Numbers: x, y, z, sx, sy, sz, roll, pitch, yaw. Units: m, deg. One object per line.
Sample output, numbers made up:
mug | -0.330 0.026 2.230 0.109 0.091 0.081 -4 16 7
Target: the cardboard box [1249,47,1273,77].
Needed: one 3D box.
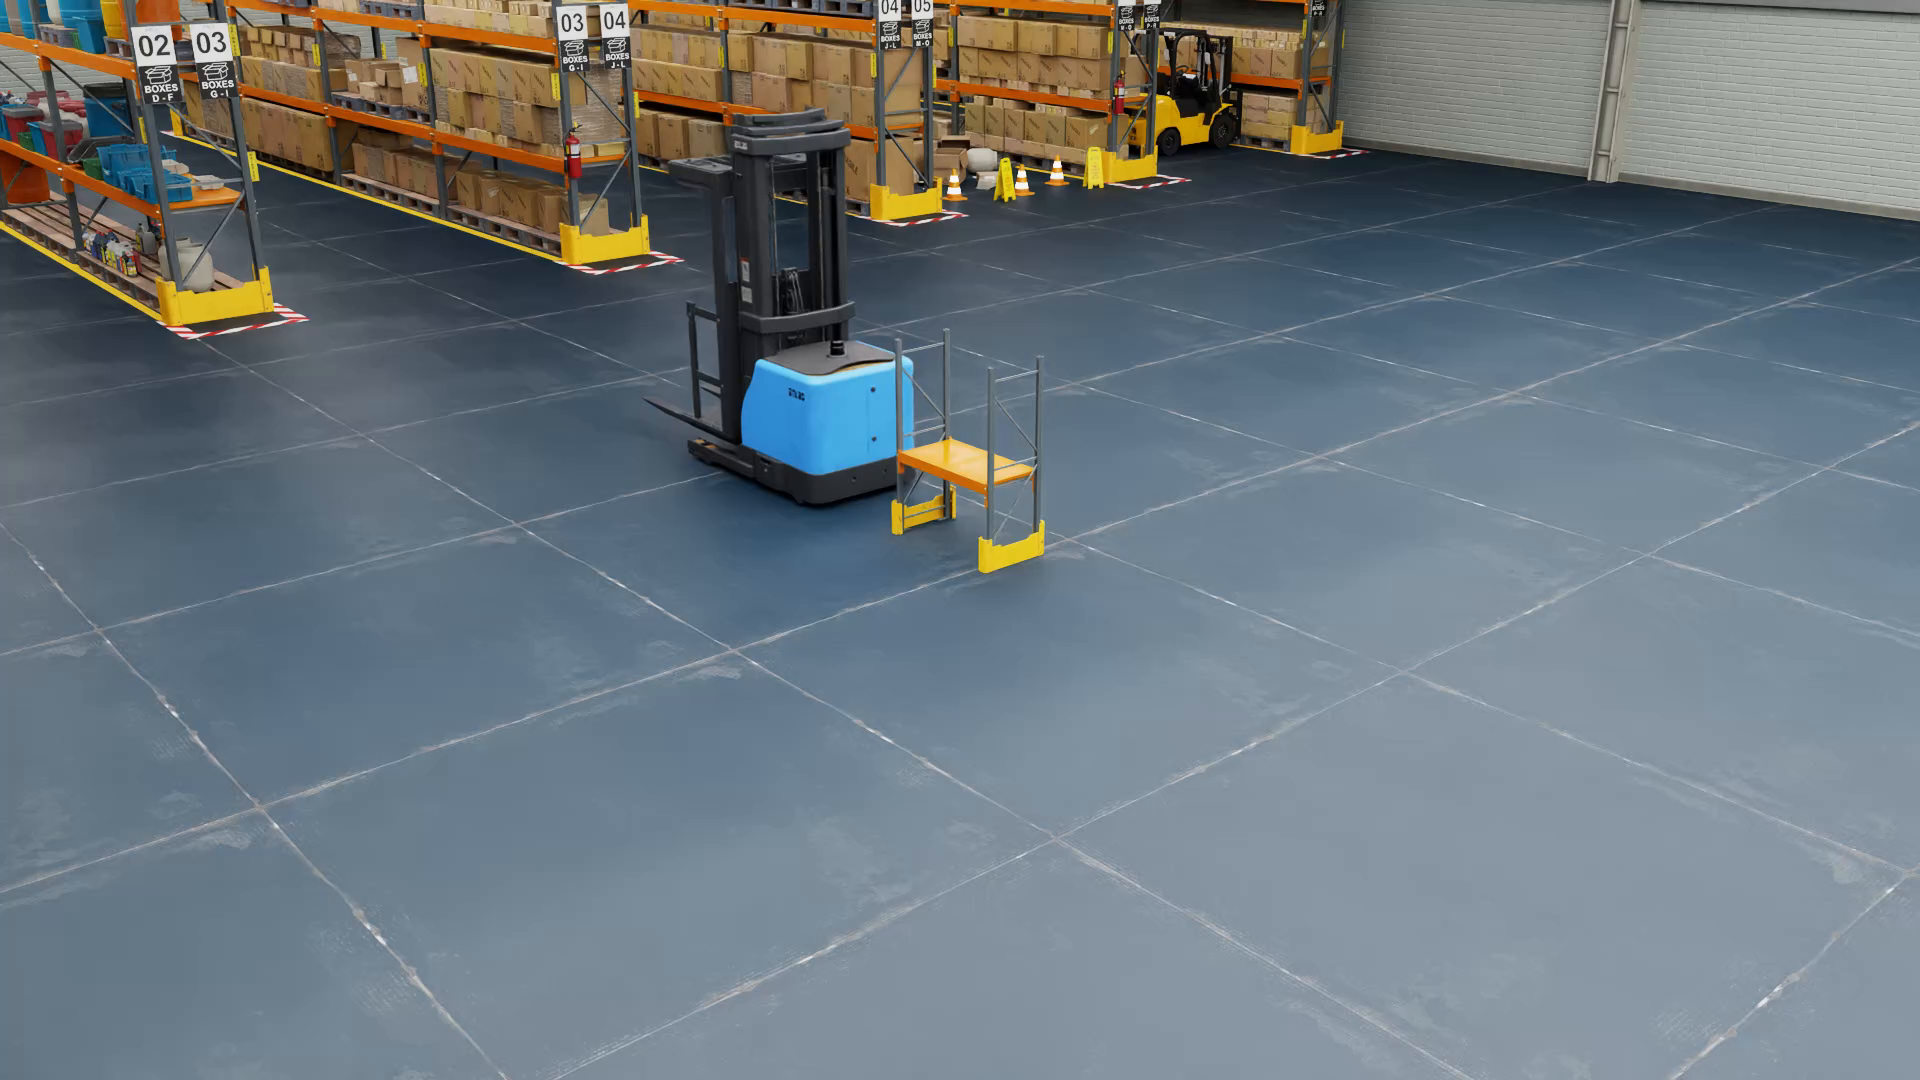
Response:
cardboard box | 5.774 -8.937 31.052 0.500 0.500 0.500 -16 27 -36

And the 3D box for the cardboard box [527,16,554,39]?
cardboard box | -5.147 -6.530 21.135 0.500 0.250 0.500 -17 27 -36

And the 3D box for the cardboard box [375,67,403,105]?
cardboard box | -8.452 -6.936 25.362 0.797 0.503 0.637 -14 26 -32

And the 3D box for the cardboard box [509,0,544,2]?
cardboard box | -5.649 -6.956 21.677 0.380 0.149 0.250 -17 27 -37

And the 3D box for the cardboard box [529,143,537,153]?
cardboard box | -5.498 -5.241 22.098 0.380 0.149 0.250 -17 27 -37

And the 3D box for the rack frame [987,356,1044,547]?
rack frame | 0.387 -0.534 11.792 0.500 1.500 0.032 -17 27 -37

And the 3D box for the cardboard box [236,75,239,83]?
cardboard box | -12.920 -8.335 29.995 0.380 0.149 0.250 -17 27 -37

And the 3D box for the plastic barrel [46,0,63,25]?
plastic barrel | -10.870 -6.535 20.213 0.421 0.512 0.421 0 21 0

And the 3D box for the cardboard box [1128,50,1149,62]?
cardboard box | 3.488 -9.784 33.557 0.500 0.250 0.500 -17 27 -36

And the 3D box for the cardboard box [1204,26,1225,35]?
cardboard box | 4.899 -9.768 31.877 0.380 0.149 0.250 -18 27 -38

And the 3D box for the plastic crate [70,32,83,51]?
plastic crate | -10.179 -5.853 19.493 0.336 0.188 0.450 -17 27 -37

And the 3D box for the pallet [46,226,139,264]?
pallet | -11.545 -3.965 22.319 1.003 0.211 1.213 -17 27 -37

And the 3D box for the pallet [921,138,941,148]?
pallet | -0.252 -7.511 31.370 1.003 0.211 1.213 -17 27 -37

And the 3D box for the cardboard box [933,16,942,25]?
cardboard box | -0.569 -9.767 31.297 0.380 0.149 0.250 -16 26 -35

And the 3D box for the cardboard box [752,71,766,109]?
cardboard box | -2.801 -7.212 26.579 0.875 0.550 0.550 -17 27 -37

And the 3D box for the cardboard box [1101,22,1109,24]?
cardboard box | 2.988 -10.706 34.679 0.380 0.149 0.250 -17 27 -37

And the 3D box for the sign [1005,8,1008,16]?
sign | 0.999 -11.253 35.621 0.100 0.325 0.005 -17 27 -37

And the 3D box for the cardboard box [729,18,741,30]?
cardboard box | -4.542 -10.993 34.929 0.500 0.500 0.500 -18 27 -38

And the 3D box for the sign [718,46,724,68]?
sign | -3.832 -7.758 26.700 0.100 0.325 0.005 -17 27 -37

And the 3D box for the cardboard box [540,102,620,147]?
cardboard box | -4.978 -5.474 21.801 0.875 0.500 0.500 -17 27 -37

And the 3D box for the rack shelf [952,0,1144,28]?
rack shelf | 1.563 -9.103 28.487 1.077 0.370 4.000 -17 27 -37

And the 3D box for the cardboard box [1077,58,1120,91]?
cardboard box | 2.305 -7.759 27.635 0.500 0.500 0.500 -18 28 -38

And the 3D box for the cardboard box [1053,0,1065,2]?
cardboard box | 1.775 -9.087 27.802 0.380 0.149 0.250 -18 28 -38

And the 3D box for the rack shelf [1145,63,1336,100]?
rack shelf | 5.321 -8.889 32.053 1.077 0.370 4.000 -17 27 -37

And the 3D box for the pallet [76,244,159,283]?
pallet | -10.596 -3.562 21.289 1.003 0.211 1.213 -17 27 -37

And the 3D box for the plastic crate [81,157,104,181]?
plastic crate | -10.330 -4.515 20.189 0.450 0.188 0.662 -17 27 -37

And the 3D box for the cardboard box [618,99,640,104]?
cardboard box | -6.305 -8.122 30.931 0.500 0.250 0.500 -19 28 -40

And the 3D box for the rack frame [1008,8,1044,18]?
rack frame | 1.404 -10.882 36.155 1.000 3.000 0.127 -17 27 -37

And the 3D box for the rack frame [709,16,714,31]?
rack frame | -4.965 -10.805 35.957 1.000 3.000 0.127 -17 27 -37

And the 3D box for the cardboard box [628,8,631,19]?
cardboard box | -7.478 -12.221 38.066 0.500 0.500 0.500 -18 28 -39

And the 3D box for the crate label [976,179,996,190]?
crate label | 0.431 -5.812 27.136 0.298 0.136 0.250 7 23 18

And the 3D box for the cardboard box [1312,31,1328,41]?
cardboard box | 6.569 -9.303 30.687 0.380 0.149 0.250 -18 28 -38

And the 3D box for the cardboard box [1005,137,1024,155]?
cardboard box | 1.143 -6.991 29.416 0.500 0.250 0.500 -18 28 -38

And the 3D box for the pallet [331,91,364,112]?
pallet | -9.316 -7.079 26.709 1.213 0.211 1.003 -17 27 -37

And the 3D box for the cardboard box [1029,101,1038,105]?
cardboard box | 1.180 -7.619 29.990 0.500 0.500 0.500 -17 27 -36

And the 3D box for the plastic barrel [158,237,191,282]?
plastic barrel | -9.206 -3.290 19.607 0.421 0.512 0.421 0 21 0

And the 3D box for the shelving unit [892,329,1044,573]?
shelving unit | 0.050 -0.677 12.157 0.587 1.500 1.083 -17 27 -37

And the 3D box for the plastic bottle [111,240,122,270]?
plastic bottle | -10.268 -3.485 20.297 0.144 0.351 0.185 -16 27 -35

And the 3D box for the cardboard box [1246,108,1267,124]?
cardboard box | 5.752 -8.021 31.359 0.500 0.250 0.500 -18 28 -38

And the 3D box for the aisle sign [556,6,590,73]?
aisle sign | -4.826 -6.252 20.769 0.394 0.787 0.004 -17 27 -37

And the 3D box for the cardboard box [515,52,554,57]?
cardboard box | -5.772 -6.412 22.825 0.500 0.500 0.500 -17 27 -37

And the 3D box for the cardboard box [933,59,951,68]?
cardboard box | -0.288 -8.749 30.478 0.380 0.149 0.250 -17 27 -37

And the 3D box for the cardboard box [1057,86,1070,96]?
cardboard box | 1.870 -7.608 28.140 0.380 0.149 0.250 -17 27 -37

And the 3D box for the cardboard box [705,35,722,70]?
cardboard box | -3.756 -8.036 27.380 0.700 0.500 0.500 -18 28 -38

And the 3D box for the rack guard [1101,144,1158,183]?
rack guard | 2.818 -6.346 28.001 1.175 0.500 0.348 -17 27 -37

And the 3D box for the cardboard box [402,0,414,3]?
cardboard box | -7.940 -8.001 24.293 0.396 0.266 0.258 -16 27 -36

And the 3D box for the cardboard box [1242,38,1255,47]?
cardboard box | 5.512 -9.333 31.173 0.380 0.149 0.250 -19 28 -39

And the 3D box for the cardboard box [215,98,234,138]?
cardboard box | -13.430 -8.102 31.393 0.875 0.875 0.875 -17 27 -37

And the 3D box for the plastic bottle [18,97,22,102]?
plastic bottle | -14.371 -6.633 25.467 0.061 0.283 0.133 -17 27 -37

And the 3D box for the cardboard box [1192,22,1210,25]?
cardboard box | 4.768 -10.099 32.720 0.380 0.149 0.250 -18 28 -38

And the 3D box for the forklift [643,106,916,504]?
forklift | -1.681 -2.110 13.853 1.130 2.935 3.031 -17 27 -36

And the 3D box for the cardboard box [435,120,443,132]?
cardboard box | -7.338 -5.987 24.002 0.380 0.149 0.250 -17 27 -37

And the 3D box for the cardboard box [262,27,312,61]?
cardboard box | -11.610 -8.592 28.796 0.797 0.503 0.637 -17 27 -37

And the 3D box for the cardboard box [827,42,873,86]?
cardboard box | -1.458 -7.097 24.805 0.875 0.550 0.550 -17 27 -37

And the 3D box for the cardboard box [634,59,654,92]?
cardboard box | -5.287 -8.072 28.843 0.500 0.500 0.500 -17 27 -37

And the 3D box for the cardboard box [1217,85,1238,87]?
cardboard box | 5.145 -8.788 32.633 0.500 0.250 0.500 -17 27 -37
